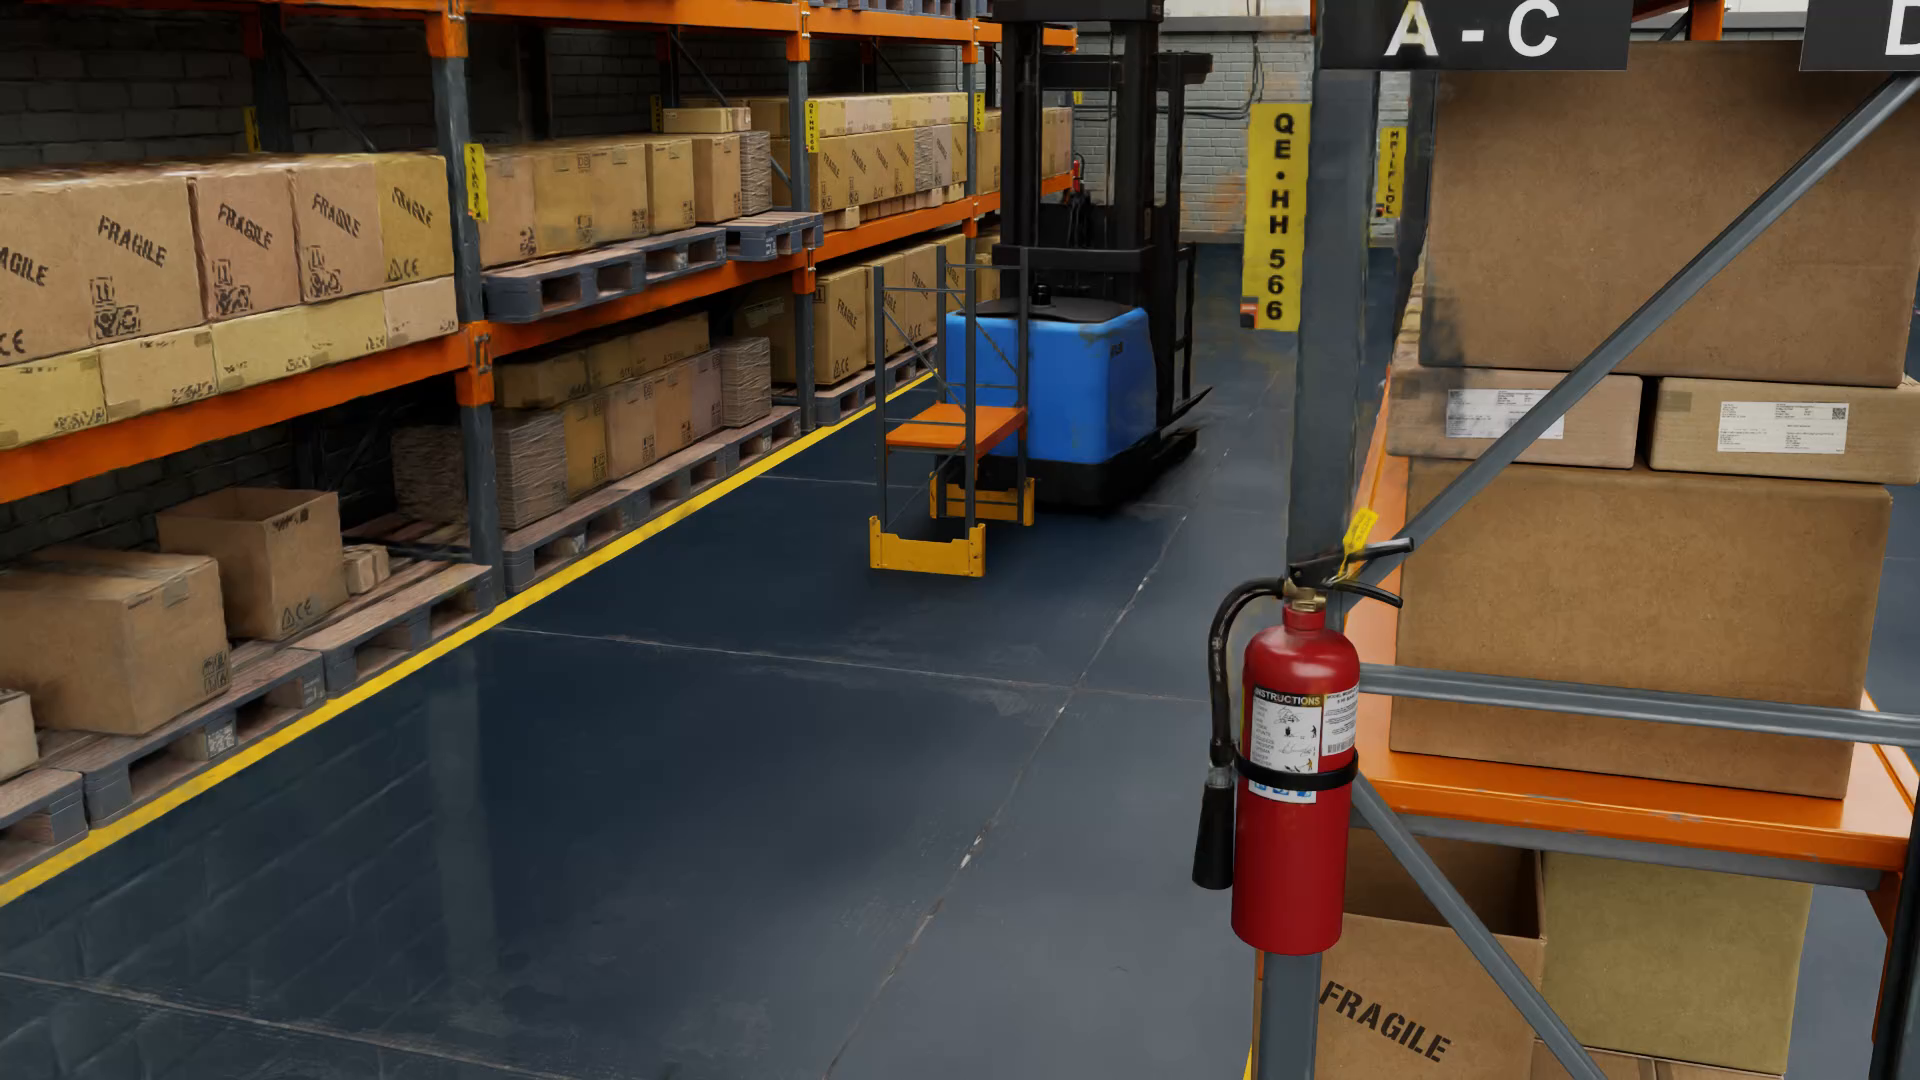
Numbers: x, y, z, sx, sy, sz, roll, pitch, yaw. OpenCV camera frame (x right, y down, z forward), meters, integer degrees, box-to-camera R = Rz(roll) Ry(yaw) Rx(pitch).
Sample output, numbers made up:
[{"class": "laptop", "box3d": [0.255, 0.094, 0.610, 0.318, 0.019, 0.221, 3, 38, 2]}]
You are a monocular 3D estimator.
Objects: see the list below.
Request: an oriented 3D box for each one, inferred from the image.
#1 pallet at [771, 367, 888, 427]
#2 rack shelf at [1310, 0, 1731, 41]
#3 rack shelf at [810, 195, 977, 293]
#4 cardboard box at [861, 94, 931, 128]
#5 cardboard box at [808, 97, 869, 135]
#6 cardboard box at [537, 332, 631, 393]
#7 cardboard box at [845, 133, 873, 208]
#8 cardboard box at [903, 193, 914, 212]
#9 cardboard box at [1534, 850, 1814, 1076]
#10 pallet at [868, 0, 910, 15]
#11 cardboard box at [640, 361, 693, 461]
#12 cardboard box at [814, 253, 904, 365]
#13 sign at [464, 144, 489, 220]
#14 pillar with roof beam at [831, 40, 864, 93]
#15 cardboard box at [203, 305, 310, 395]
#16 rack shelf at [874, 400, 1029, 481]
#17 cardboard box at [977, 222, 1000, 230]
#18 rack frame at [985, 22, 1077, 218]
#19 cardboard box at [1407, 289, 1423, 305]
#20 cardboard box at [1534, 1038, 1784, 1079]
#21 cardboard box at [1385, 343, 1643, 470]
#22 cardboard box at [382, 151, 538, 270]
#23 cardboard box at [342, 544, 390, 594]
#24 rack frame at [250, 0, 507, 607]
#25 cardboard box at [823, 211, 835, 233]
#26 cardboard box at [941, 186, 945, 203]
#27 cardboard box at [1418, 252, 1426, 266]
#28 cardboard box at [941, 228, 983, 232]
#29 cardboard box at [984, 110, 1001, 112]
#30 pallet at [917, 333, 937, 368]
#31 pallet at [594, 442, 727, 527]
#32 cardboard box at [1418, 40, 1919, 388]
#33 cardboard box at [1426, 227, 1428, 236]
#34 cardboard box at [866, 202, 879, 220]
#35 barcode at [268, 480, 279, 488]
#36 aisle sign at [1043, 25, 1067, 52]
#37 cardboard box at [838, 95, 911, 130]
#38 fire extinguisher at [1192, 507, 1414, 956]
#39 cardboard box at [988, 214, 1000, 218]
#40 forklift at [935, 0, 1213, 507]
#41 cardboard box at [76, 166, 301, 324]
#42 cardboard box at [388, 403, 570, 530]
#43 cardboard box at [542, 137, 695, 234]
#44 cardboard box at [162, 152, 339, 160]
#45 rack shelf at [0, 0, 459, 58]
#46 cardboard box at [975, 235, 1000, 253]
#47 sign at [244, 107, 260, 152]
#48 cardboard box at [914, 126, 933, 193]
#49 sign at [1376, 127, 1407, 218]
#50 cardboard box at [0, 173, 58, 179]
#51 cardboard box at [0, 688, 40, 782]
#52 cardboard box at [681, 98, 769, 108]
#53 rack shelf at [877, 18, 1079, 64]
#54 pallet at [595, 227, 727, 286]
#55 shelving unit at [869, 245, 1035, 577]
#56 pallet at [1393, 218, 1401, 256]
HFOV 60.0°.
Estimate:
[{"class": "pallet", "box3d": [-1.198, -1.087, 12.273, 1.003, 0.211, 1.213, 5, 16, 16]}, {"class": "rack shelf", "box3d": [1.551, -1.372, 3.990, 1.077, 0.370, 4.000, 5, 16, 16]}, {"class": "rack shelf", "box3d": [-0.926, -2.405, 13.129, 1.077, 0.370, 4.000, 5, 16, 16]}, {"class": "cardboard box", "box3d": [-0.544, -3.427, 13.276, 0.500, 0.250, 0.500, 5, 17, 17]}, {"class": "cardboard box", "box3d": [-0.966, -3.029, 11.871, 0.500, 0.250, 0.500, 4, 16, 15]}, {"class": "cardboard box", "box3d": [-2.172, -0.997, 9.247, 0.500, 0.250, 0.500, 4, 16, 14]}, {"class": "cardboard box", "box3d": [-0.953, -2.672, 11.988, 0.500, 0.500, 0.500, 5, 17, 18]}, {"class": "cardboard box", "box3d": [-0.585, -2.724, 13.358, 0.380, 0.149, 0.250, 4, 16, 14]}, {"class": "cardboard box", "box3d": [1.489, 0.755, 3.567, 0.500, 0.500, 0.500, 5, 16, 16]}, {"class": "pallet", "box3d": [-1.047, -4.045, 12.443, 1.003, 0.211, 1.213, 5, 17, 18]}, {"class": "cardboard box", "box3d": [-2.021, -0.786, 9.880, 0.700, 0.500, 0.500, 5, 16, 16]}, {"class": "cardboard box", "box3d": [-0.904, -1.806, 12.871, 0.750, 0.750, 0.750, 5, 16, 16]}, {"class": "sign", "box3d": [-2.108, -1.558, 7.237, 0.100, 0.325, 0.005, 5, 16, 16]}, {"class": "pillar with roof beam", "box3d": [3.140, -6.077, 13.762, 9.100, 9.000, 0.400, 5, 16, 16]}, {"class": "cardboard box", "box3d": [-2.753, -0.709, 6.069, 0.500, 0.250, 0.500, 5, 16, 16]}, {"class": "rack shelf", "box3d": [-0.024, -0.526, 8.595, 0.538, 0.185, 1.000, 5, 16, 16]}, {"class": "cardboard box", "box3d": [0.234, -3.225, 17.324, 0.380, 0.149, 0.250, 5, 17, 17]}, {"class": "rack frame", "box3d": [0.779, -4.321, 18.565, 1.000, 3.000, 0.127, 5, 16, 16]}, {"class": "cardboard box", "box3d": [1.128, -0.428, 3.468, 0.380, 0.149, 0.250, 5, 17, 17]}, {"class": "cardboard box", "box3d": [1.487, 1.115, 3.670, 0.500, 0.250, 0.500, 5, 16, 16]}, {"class": "cardboard box", "box3d": [0.909, -0.226, 2.759, 0.380, 0.149, 0.250, 4, 16, 15]}, {"class": "cardboard box", "box3d": [-2.454, -1.571, 7.883, 0.700, 0.500, 0.500, 5, 16, 16]}, {"class": "cardboard box", "box3d": [-2.754, 0.113, 7.322, 0.380, 0.166, 0.250, 2, 16, 9]}, {"class": "rack frame", "box3d": [-2.631, -1.181, 7.497, 1.000, 3.000, 0.127, 5, 16, 16]}, {"class": "cardboard box", "box3d": [-1.099, -2.250, 11.688, 0.380, 0.149, 0.250, 5, 17, 17]}, {"class": "cardboard box", "box3d": [-0.348, -2.920, 14.052, 0.380, 0.149, 0.250, 5, 17, 18]}, {"class": "cardboard box", "box3d": [1.348, -0.632, 4.190, 0.380, 0.149, 0.250, 4, 16, 15]}, {"class": "cardboard box", "box3d": [0.017, -3.024, 16.616, 0.380, 0.149, 0.250, 5, 17, 16]}, {"class": "cardboard box", "box3d": [0.222, -3.941, 16.676, 0.980, 0.700, 0.700, 4, 16, 13]}, {"class": "pallet", "box3d": [-0.504, -1.725, 14.524, 1.003, 0.211, 1.213, 5, 16, 16]}, {"class": "pallet", "box3d": [-2.066, -0.364, 9.725, 1.003, 0.211, 1.213, 5, 16, 16]}, {"class": "cardboard box", "box3d": [1.143, -0.559, 2.742, 0.700, 0.500, 0.500, 5, 16, 16]}, {"class": "cardboard box", "box3d": [1.568, -0.836, 4.906, 0.380, 0.149, 0.250, 4, 16, 14]}, {"class": "cardboard box", "box3d": [-0.840, -2.523, 12.653, 0.380, 0.149, 0.250, 5, 17, 17]}, {"class": "barcode", "box3d": [-3.014, -0.222, 7.302, 0.001, 0.075, 0.075, 5, 16, 16]}, {"class": "aisle sign", "box3d": [1.087, -5.567, 18.195, 0.394, 0.787, 0.004, 5, 16, 16]}, {"class": "cardboard box", "box3d": [-0.689, -3.294, 12.806, 0.500, 0.250, 0.500, 4, 16, 15]}, {"class": "fire extinguisher", "box3d": [0.504, 0.281, 2.485, 0.296, 0.674, 0.183, 5, 16, 16]}, {"class": "cardboard box", "box3d": [0.520, -3.490, 18.258, 0.380, 0.149, 0.250, 5, 17, 16]}, {"class": "forklift", "box3d": [0.896, -1.954, 10.347, 1.130, 2.935, 3.031, 7, 17, 22]}, {"class": "cardboard box", "box3d": [-2.759, -1.070, 5.968, 0.500, 0.500, 0.500, 4, 16, 14]}, {"class": "cardboard box", "box3d": [-2.438, -0.384, 8.461, 0.700, 0.500, 0.500, 5, 17, 18]}, {"class": "cardboard box", "box3d": [-1.951, -2.036, 9.521, 0.700, 0.500, 0.500, 5, 16, 16]}, {"class": "cardboard box", "box3d": [-2.965, -1.373, 7.036, 0.500, 0.500, 0.500, 4, 16, 15]}, {"class": "rack shelf", "box3d": [-3.199, -1.755, 5.341, 1.077, 0.370, 4.000, 5, 16, 16]}, {"class": "cardboard box", "box3d": [0.226, -2.849, 15.999, 0.380, 0.149, 0.250, 5, 17, 18]}, {"class": "sign", "box3d": [-3.164, -1.780, 7.487, 0.100, 0.325, 0.005, 5, 16, 16]}, {"class": "cardboard box", "box3d": [-0.533, -3.070, 13.390, 0.500, 0.500, 0.500, 5, 16, 16]}, {"class": "sign", "box3d": [1.597, -1.356, 6.138, 0.100, 0.325, 0.005, 5, 16, 16]}, {"class": "cardboard box", "box3d": [-3.399, -0.971, 5.620, 0.500, 0.500, 0.500, 5, 17, 17]}, {"class": "cardboard box", "box3d": [-3.323, 0.624, 5.253, 0.500, 0.311, 0.500, 6, 17, 20]}, {"class": "cardboard box", "box3d": [-1.614, -2.928, 11.516, 0.500, 0.250, 0.500, 5, 17, 17]}, {"class": "rack shelf", "box3d": [0.211, -4.894, 16.409, 1.077, 0.370, 4.000, 5, 16, 16]}, {"class": "pallet", "box3d": [-2.017, -1.614, 9.375, 1.003, 0.211, 1.213, 5, 16, 16]}, {"class": "shelving unit", "box3d": [-0.022, -0.702, 8.554, 0.587, 1.500, 1.083, 5, 16, 16]}, {"class": "pallet", "box3d": [3.382, -1.935, 10.506, 1.213, 0.211, 1.003, 5, 16, 16]}]
